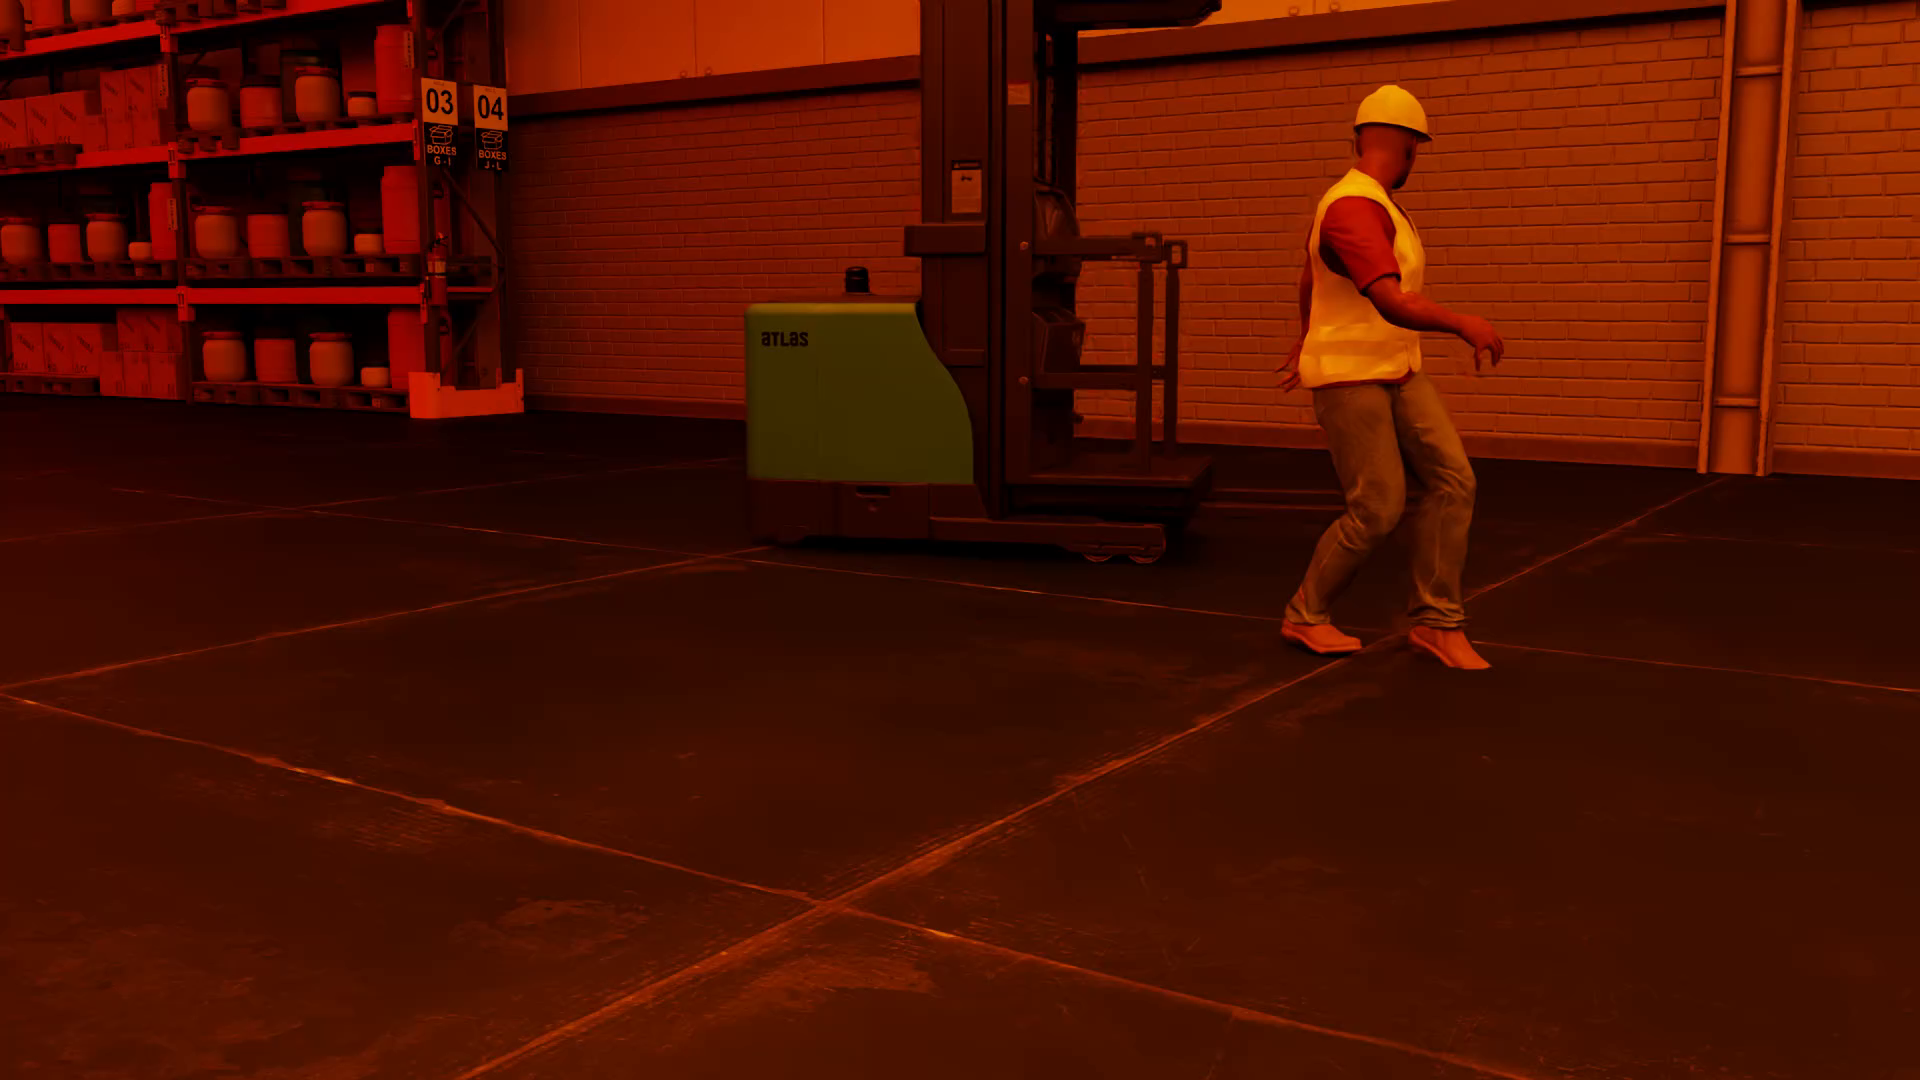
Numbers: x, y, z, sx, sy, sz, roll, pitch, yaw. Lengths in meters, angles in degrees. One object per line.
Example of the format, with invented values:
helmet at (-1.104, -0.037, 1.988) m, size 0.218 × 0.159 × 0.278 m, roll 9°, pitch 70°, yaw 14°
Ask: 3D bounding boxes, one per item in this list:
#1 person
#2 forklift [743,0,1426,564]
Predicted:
person at (1.228, -0.466, 5.029) m, size 0.865 × 1.761 × 0.628 m, roll 6°, pitch 10°, yaw 38°
forklift at (0.615, -1.433, 7.271) m, size 3.031 × 2.935 × 1.130 m, roll 2°, pitch 8°, yaw 13°
